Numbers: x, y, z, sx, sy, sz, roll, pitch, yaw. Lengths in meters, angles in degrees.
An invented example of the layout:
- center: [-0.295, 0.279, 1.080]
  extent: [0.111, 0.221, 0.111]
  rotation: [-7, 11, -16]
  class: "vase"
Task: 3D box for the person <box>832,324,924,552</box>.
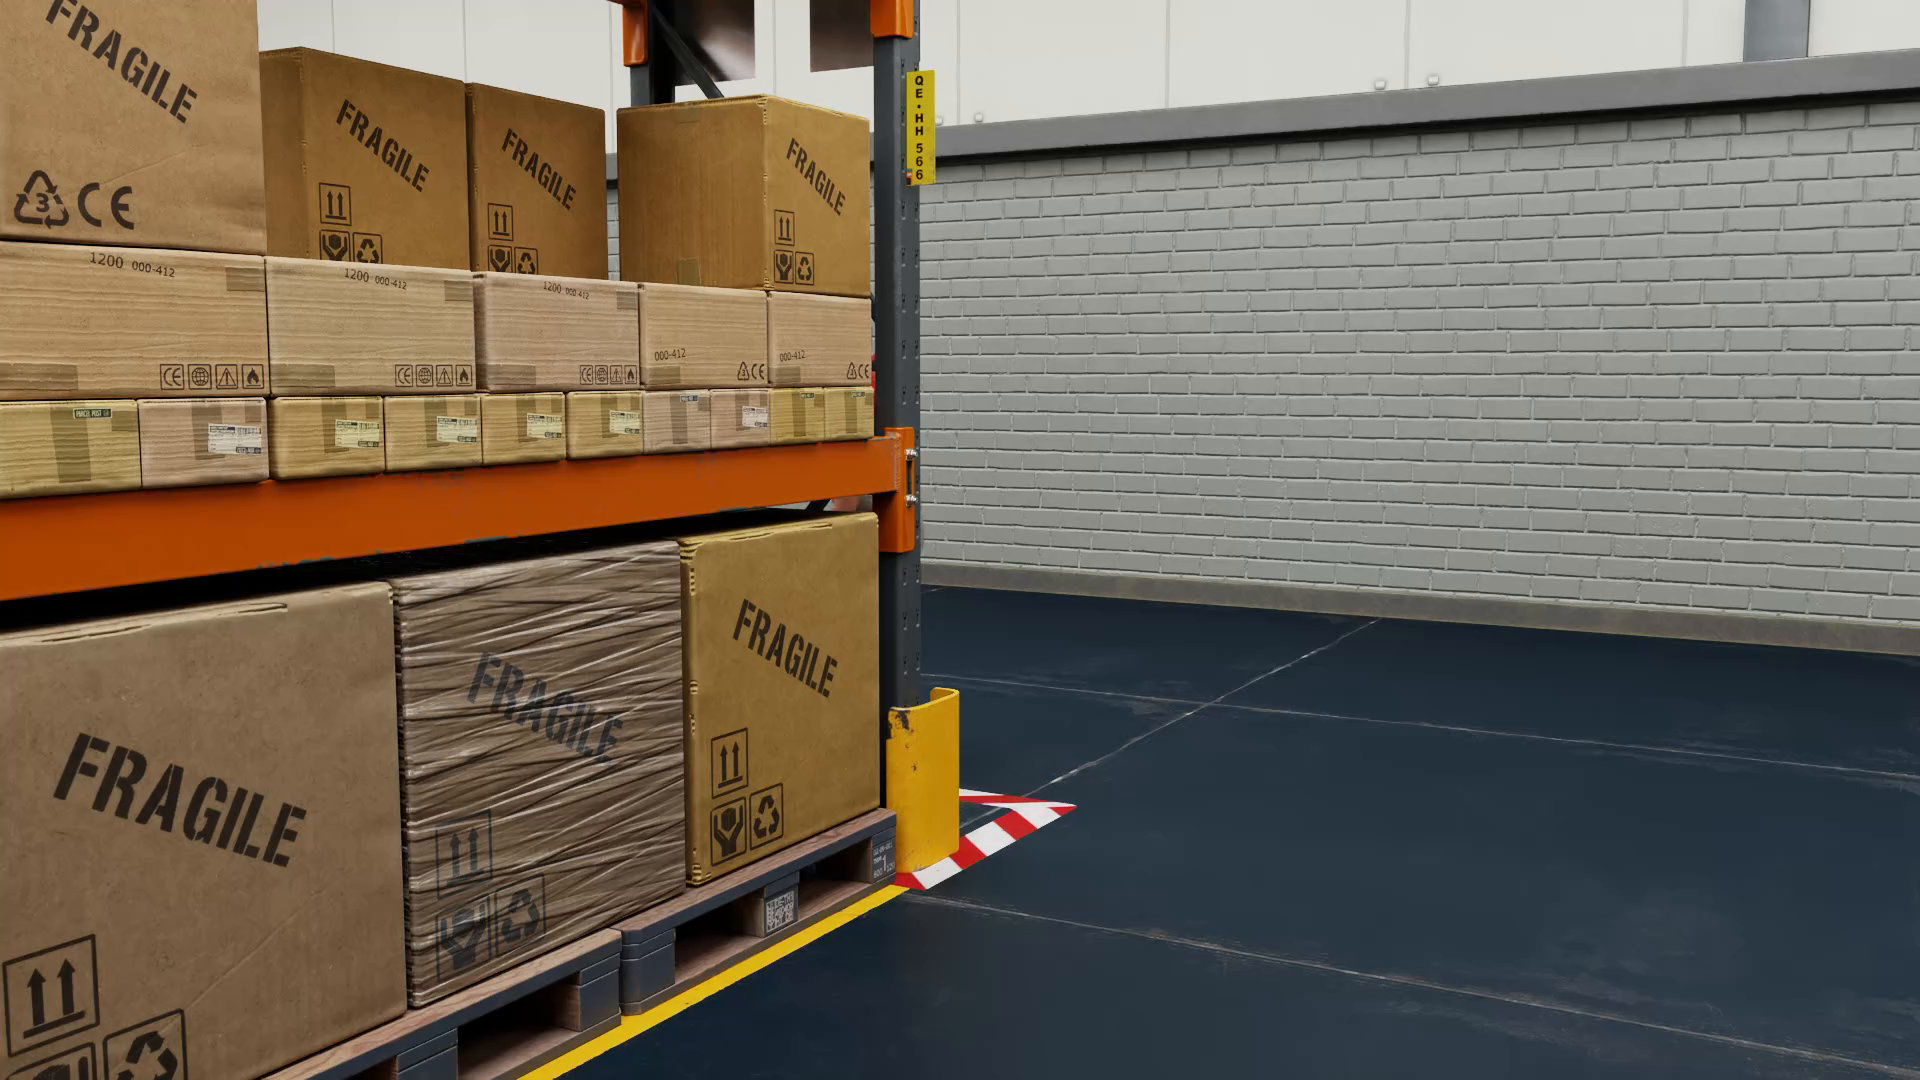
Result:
- center: [-0.358, -0.014, 6.335]
  extent: [0.397, 1.726, 0.583]
  rotation: [2, 6, 21]
  class: "person"
